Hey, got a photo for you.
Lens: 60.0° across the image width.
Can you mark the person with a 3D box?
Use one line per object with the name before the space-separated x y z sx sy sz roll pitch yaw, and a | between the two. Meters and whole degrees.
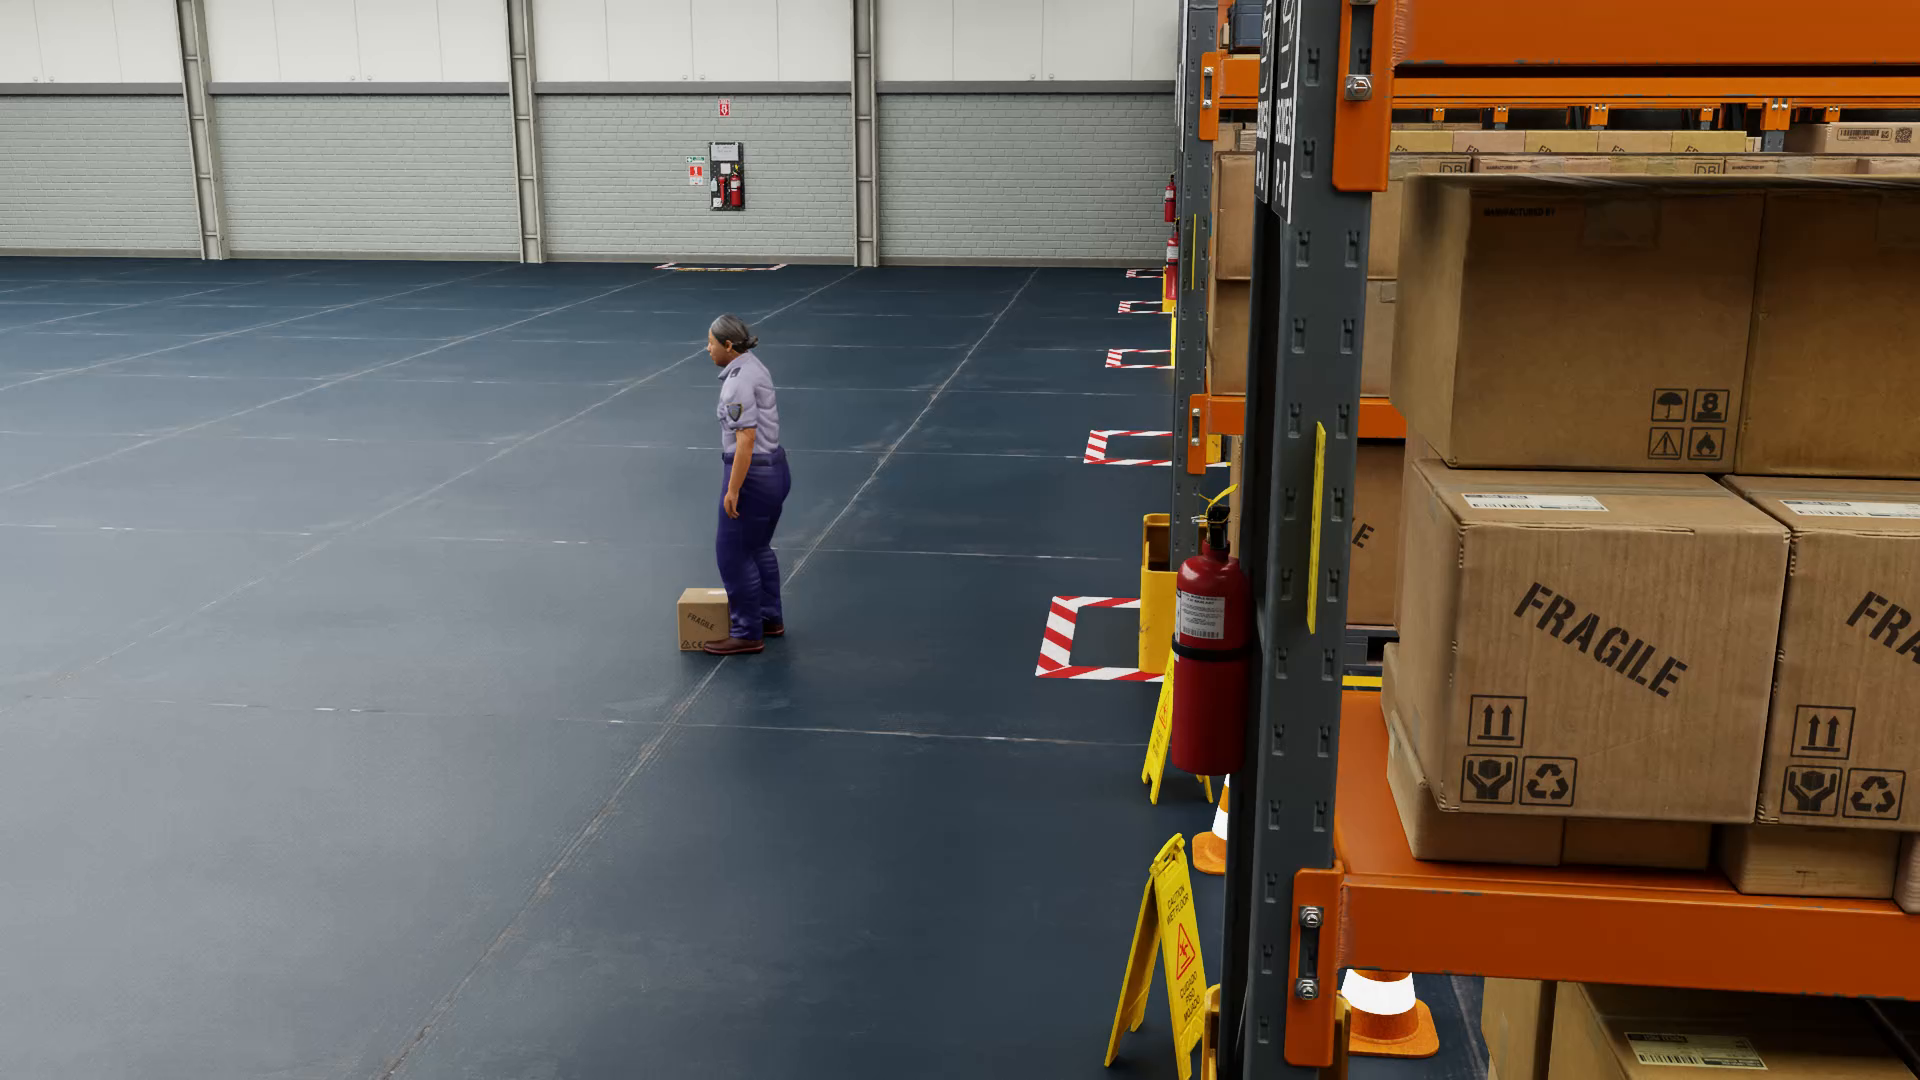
person | -1.045 -0.276 8.098 0.414 1.651 0.545 2 14 6
